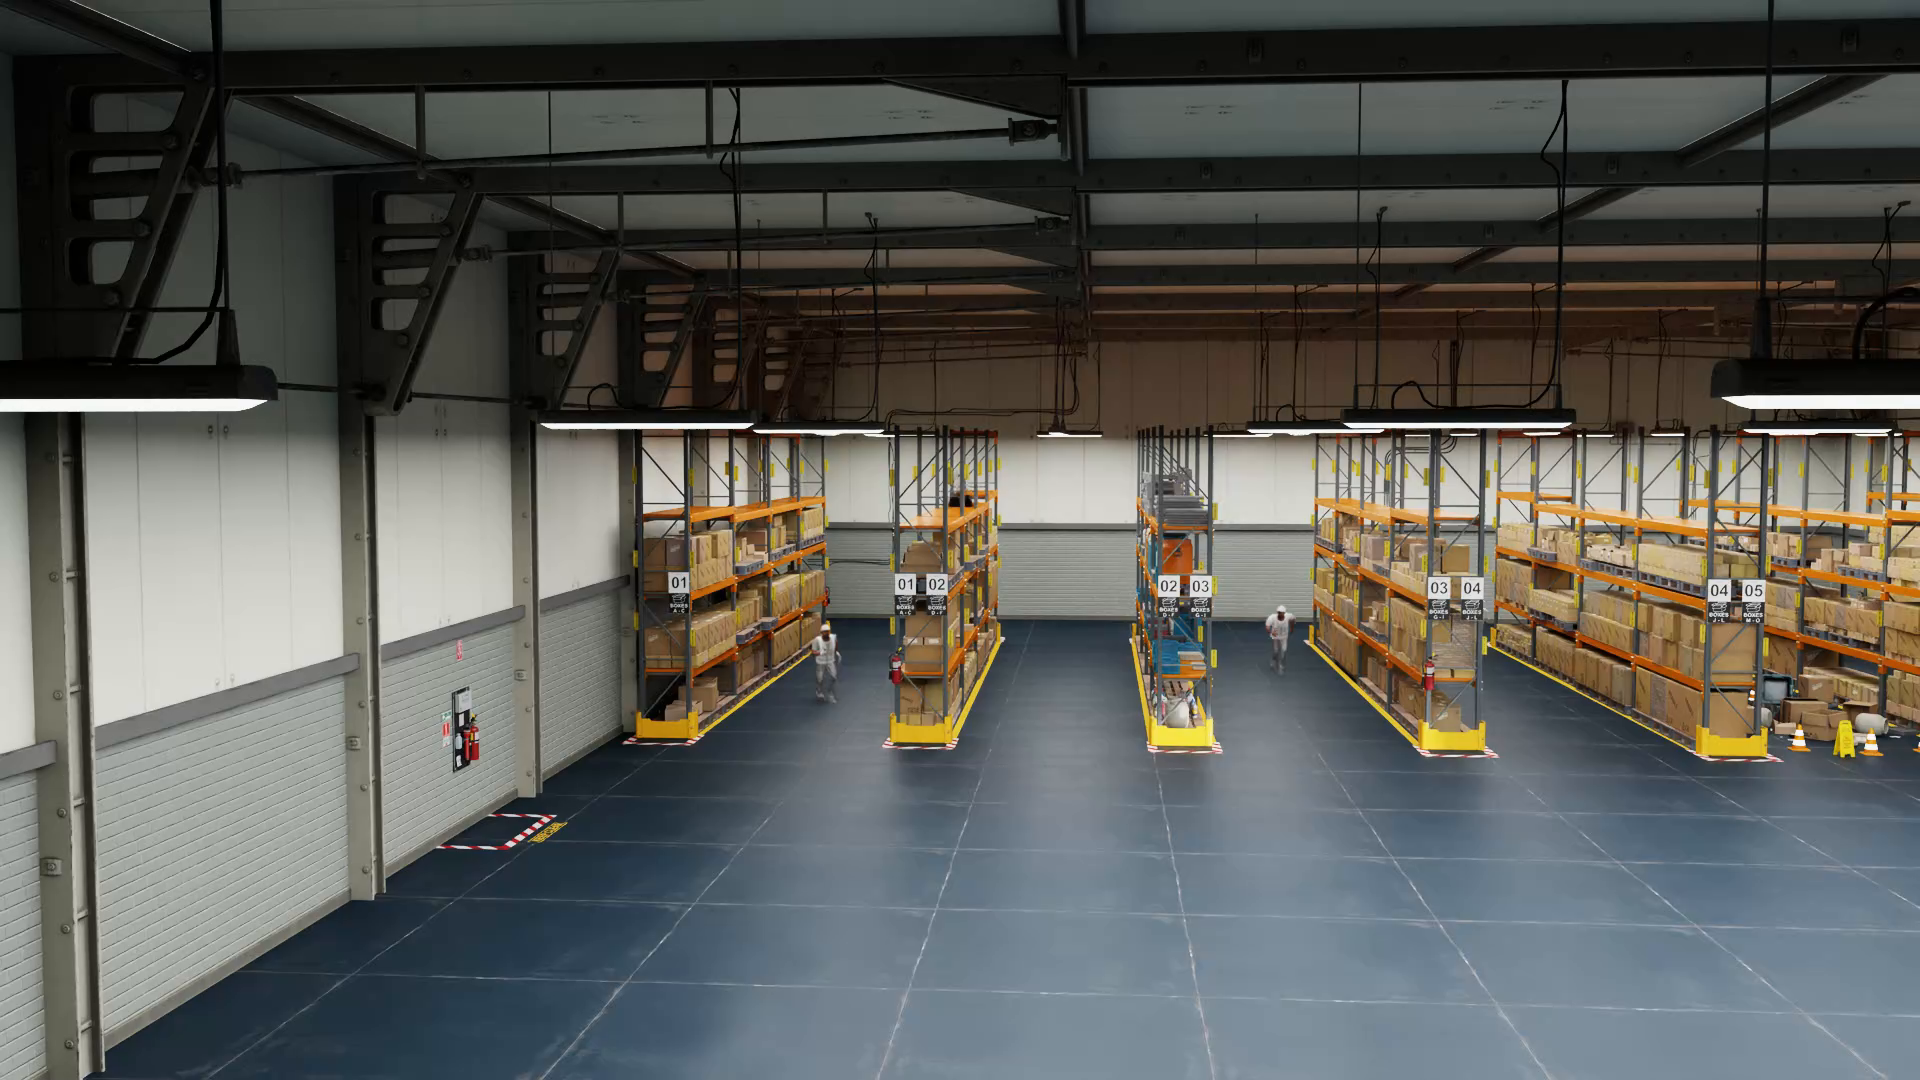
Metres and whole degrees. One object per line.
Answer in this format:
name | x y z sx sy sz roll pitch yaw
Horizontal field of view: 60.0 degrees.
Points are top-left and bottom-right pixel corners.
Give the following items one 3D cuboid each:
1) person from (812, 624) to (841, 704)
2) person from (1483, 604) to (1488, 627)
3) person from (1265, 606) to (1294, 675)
person | -2.913 2.688 36.210 0.704 1.741 0.986 -1 4 -17
person | 13.423 2.255 43.487 0.713 1.706 0.814 1 4 17
person | 7.849 2.435 40.987 0.746 1.716 1.042 0 3 -6
